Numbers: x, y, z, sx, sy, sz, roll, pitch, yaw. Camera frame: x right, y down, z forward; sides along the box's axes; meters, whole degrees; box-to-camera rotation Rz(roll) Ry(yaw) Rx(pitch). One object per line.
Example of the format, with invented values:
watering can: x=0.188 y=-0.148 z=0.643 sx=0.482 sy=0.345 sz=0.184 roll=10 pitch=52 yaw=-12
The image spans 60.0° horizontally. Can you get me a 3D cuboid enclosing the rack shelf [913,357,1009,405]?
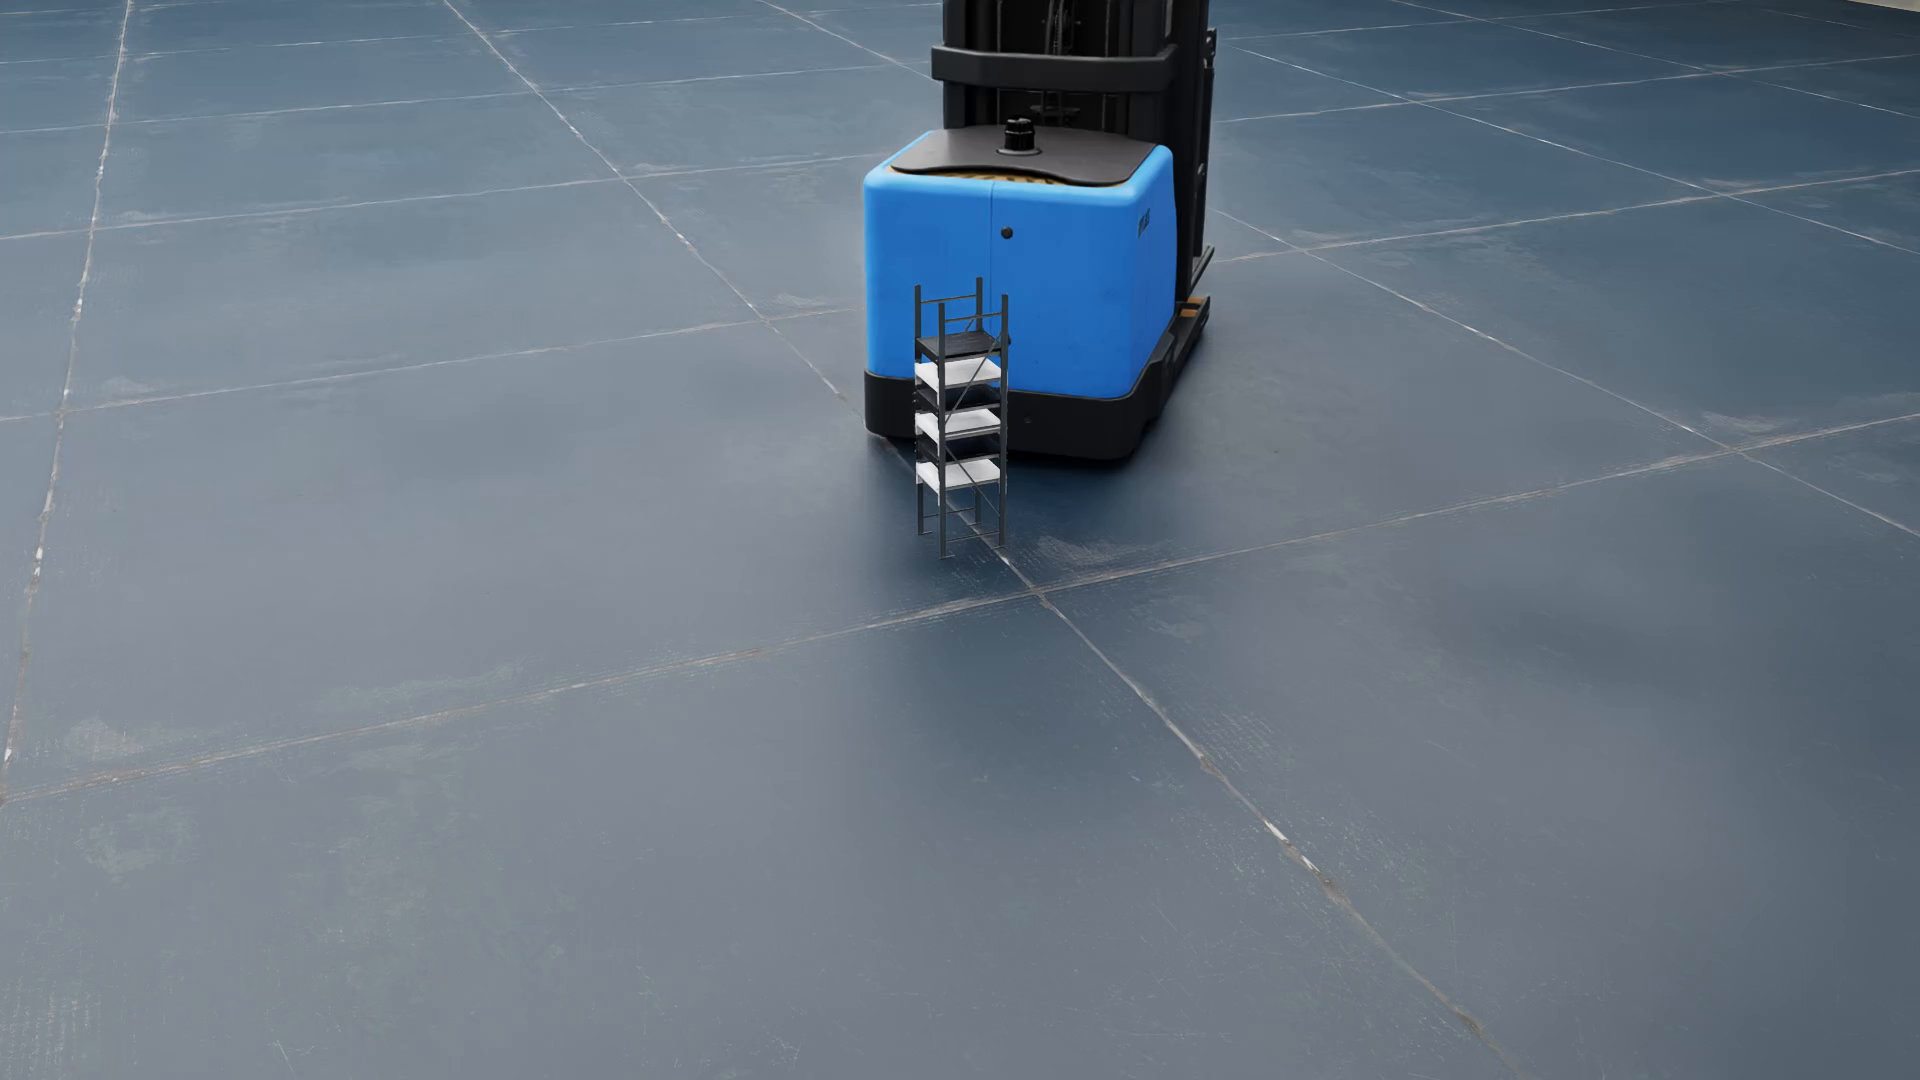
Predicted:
rack shelf: x=0.003 y=-0.533 z=5.481 sx=0.258 sy=0.077 sz=0.200 roll=-11 pitch=28 yaw=-21

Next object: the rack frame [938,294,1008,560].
rack frame: x=0.043 y=-0.360 z=5.462 sx=0.240 sy=0.900 sz=0.006 roll=-11 pitch=28 yaw=-21

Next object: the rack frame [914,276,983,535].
rack frame: x=-0.037 y=-0.442 z=5.630 sx=0.240 sy=0.900 sz=0.006 roll=-11 pitch=28 yaw=-21

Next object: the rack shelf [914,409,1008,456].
rack shelf: x=0.003 y=-0.371 z=5.560 sx=0.258 sy=0.077 sz=0.200 roll=-11 pitch=28 yaw=-21

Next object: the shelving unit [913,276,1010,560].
shelving unit: x=0.003 y=-0.401 z=5.546 sx=0.258 sy=0.900 sz=0.210 roll=-11 pitch=28 yaw=-21

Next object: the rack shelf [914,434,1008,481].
rack shelf: x=0.003 y=-0.290 z=5.600 sx=0.258 sy=0.077 sz=0.200 roll=-11 pitch=28 yaw=-21

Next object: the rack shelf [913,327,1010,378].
rack shelf: x=0.003 y=-0.614 z=5.442 sx=0.258 sy=0.077 sz=0.200 roll=-11 pitch=28 yaw=-21

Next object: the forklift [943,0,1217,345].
forklift: x=0.550 y=-2.232 z=7.053 sx=1.118 sy=2.867 sz=2.937 roll=7 pitch=27 yaw=15

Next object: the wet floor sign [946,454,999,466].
wet floor sign: x=-4.111 y=1.805 z=1.317 sx=8.976 sy=0.644 sz=9.326 roll=-1 pitch=26 yaw=-3

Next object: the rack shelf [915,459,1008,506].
rack shelf: x=0.003 y=-0.209 z=5.639 sx=0.258 sy=0.077 sz=0.200 roll=-11 pitch=28 yaw=-21

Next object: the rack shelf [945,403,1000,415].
rack shelf: x=0.003 y=-0.465 z=5.514 sx=0.199 sy=0.015 sz=0.184 roll=-11 pitch=28 yaw=-21
